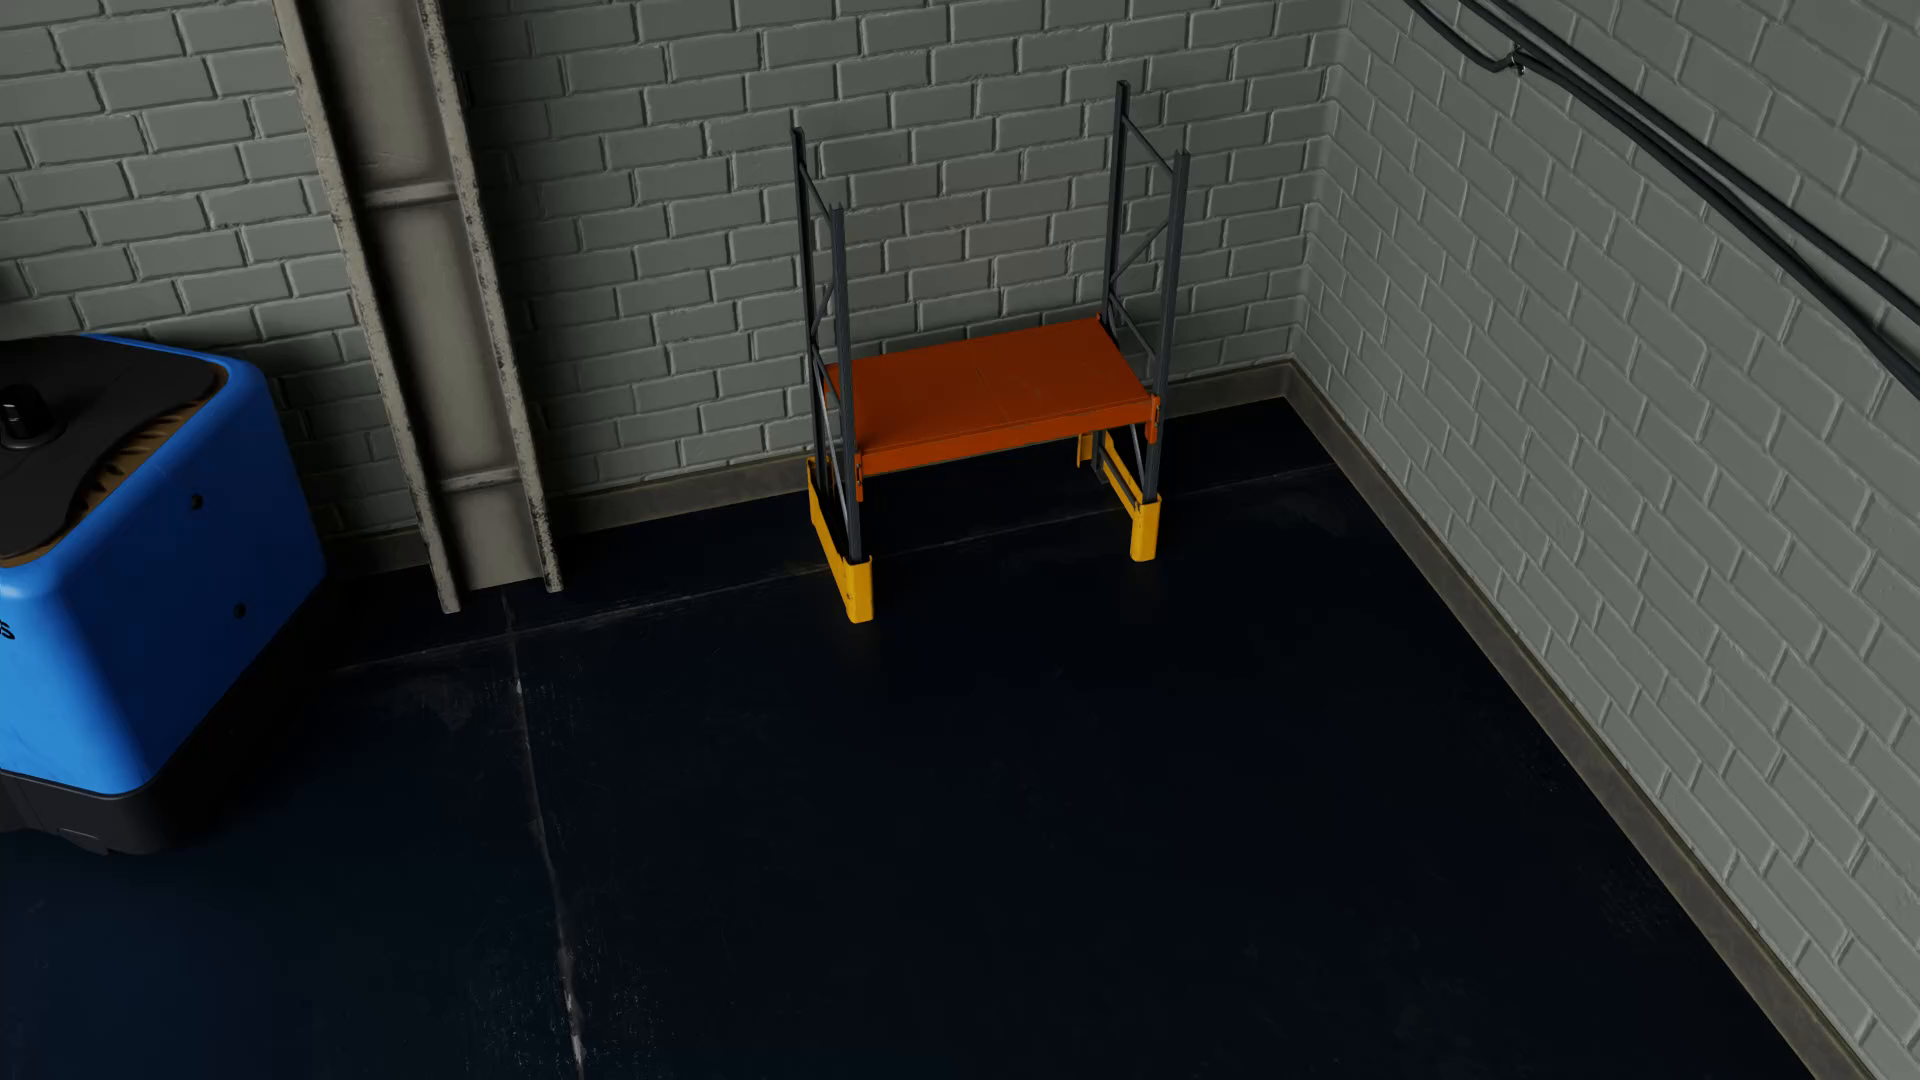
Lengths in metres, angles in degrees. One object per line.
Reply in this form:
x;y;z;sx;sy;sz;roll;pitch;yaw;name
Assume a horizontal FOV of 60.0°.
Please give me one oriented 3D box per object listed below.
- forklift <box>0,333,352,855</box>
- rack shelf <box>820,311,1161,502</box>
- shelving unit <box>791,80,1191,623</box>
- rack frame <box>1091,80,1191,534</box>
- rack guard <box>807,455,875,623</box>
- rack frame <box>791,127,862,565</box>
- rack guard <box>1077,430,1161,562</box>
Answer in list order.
-3.524;-0.764;4.396;3.031;2.935;1.130;11;42;12;forklift
0.081;-0.446;5.394;1.000;0.185;0.538;-12;42;-13;rack shelf
0.073;-0.580;5.274;1.083;1.500;0.587;-12;42;-13;shelving unit
0.566;-0.682;5.391;0.032;1.500;0.500;-12;42;-13;rack frame
-0.402;-0.011;5.572;0.087;0.250;0.587;-12;42;-13;rack guard
-0.404;-0.481;5.161;0.032;1.500;0.500;-12;42;-13;rack frame
0.548;-0.208;5.798;0.087;0.250;0.587;-12;42;-13;rack guard
